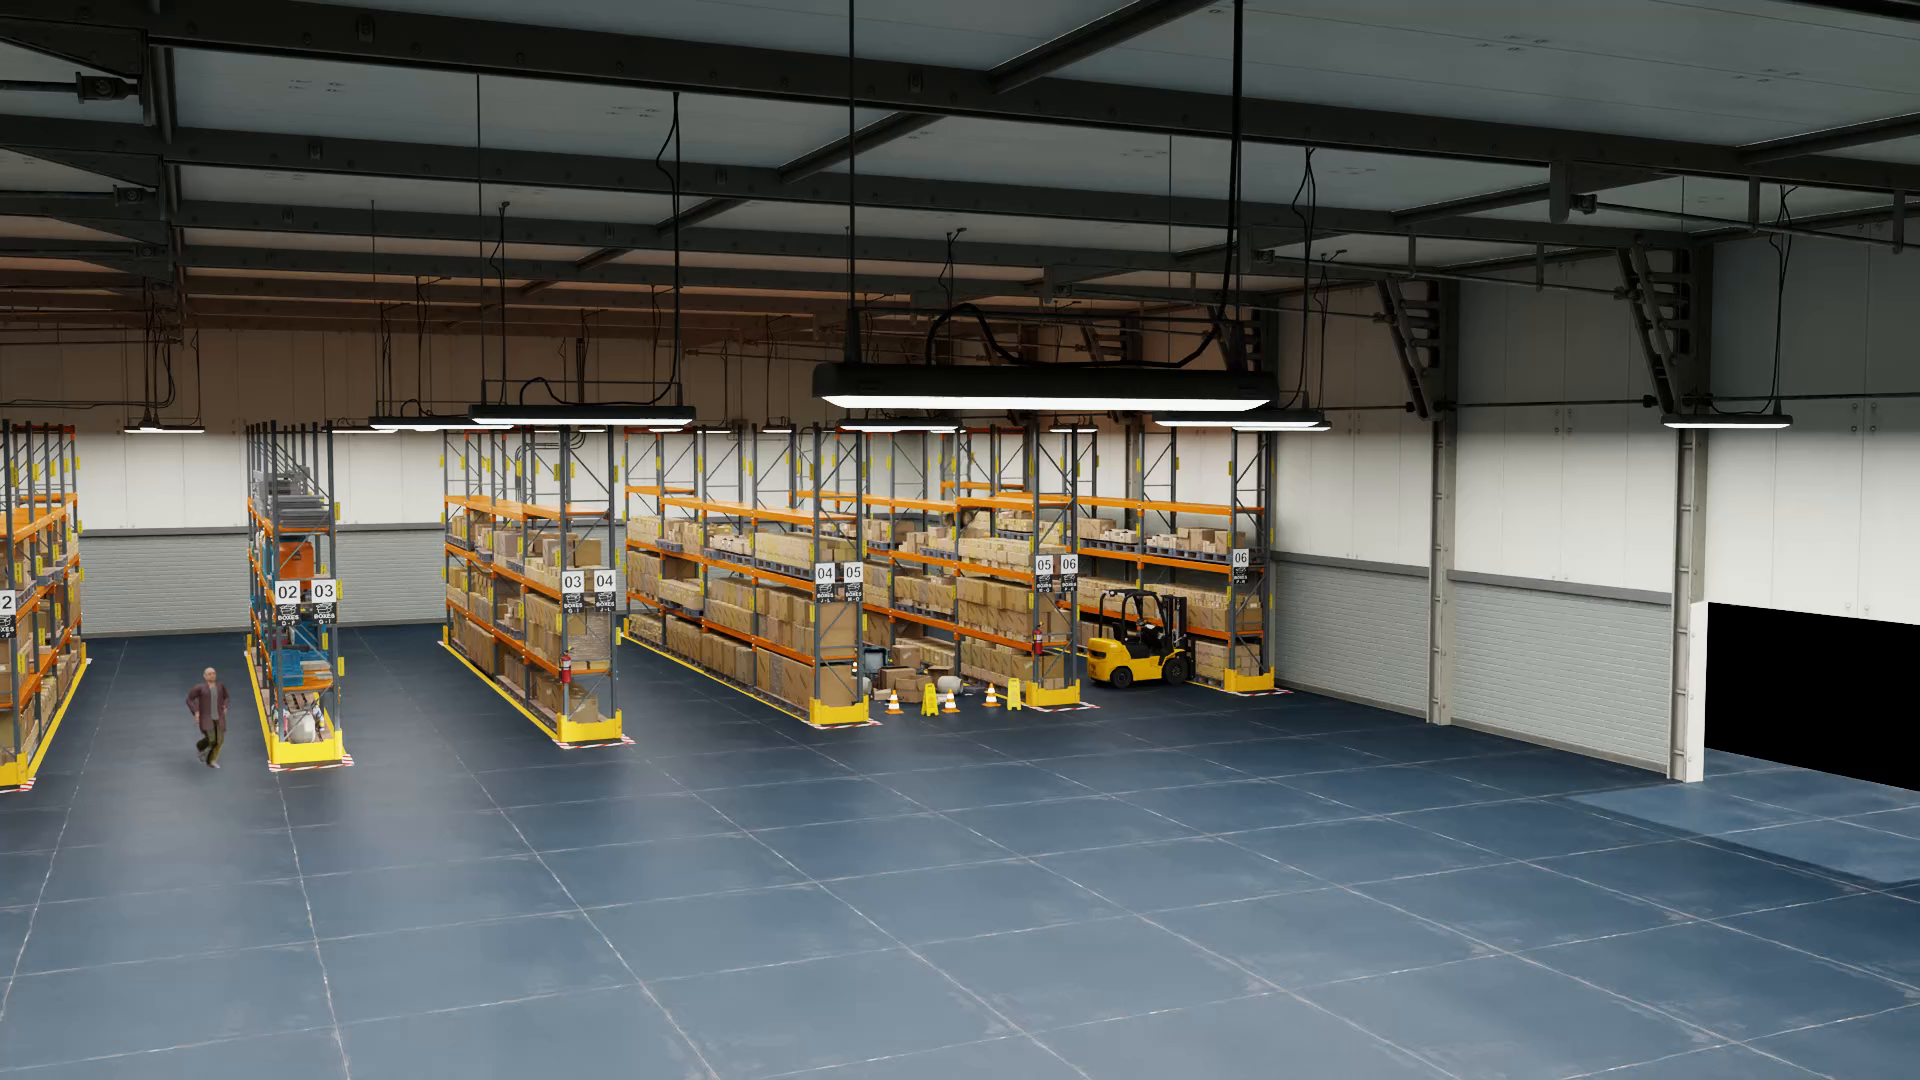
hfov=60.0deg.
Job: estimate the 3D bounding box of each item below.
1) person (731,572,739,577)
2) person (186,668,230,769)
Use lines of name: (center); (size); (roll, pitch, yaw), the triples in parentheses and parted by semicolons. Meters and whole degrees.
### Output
person: (-6.765, 1.768, 50.440); (0.632, 1.635, 0.587); (-1, 4, -11)
person: (-12.897, 3.068, 28.644); (0.626, 1.731, 0.701); (3, 5, 43)
